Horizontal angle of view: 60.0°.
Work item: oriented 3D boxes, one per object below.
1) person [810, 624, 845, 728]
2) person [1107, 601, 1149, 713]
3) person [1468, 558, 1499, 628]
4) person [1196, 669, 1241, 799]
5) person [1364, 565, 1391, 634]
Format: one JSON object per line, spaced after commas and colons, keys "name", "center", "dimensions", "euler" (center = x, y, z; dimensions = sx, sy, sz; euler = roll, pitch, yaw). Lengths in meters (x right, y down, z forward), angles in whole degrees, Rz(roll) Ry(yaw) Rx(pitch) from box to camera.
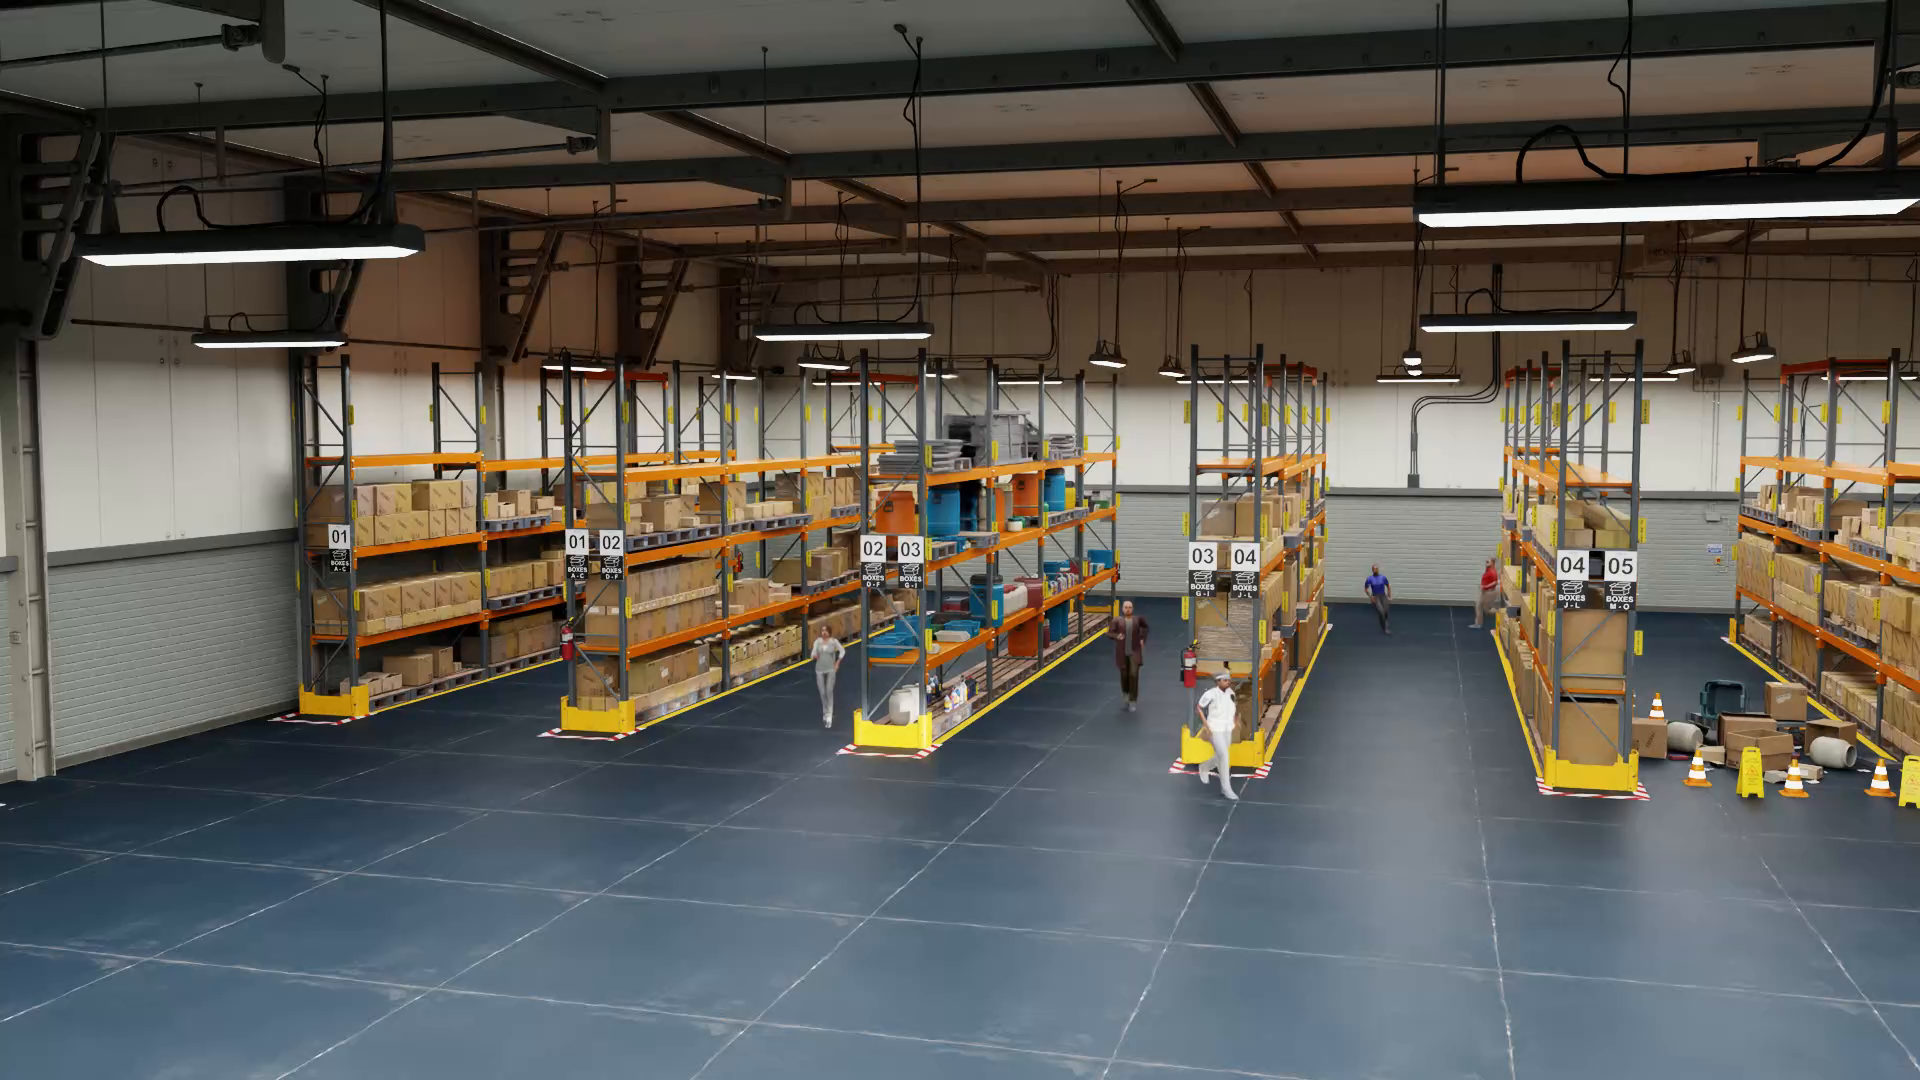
{"name": "person", "center": [-2.136, 2.155, 26.591], "dimensions": [0.514, 1.639, 0.666], "euler": [1, 4, 9]}
{"name": "person", "center": [2.842, 1.940, 28.157], "dimensions": [0.697, 1.831, 0.966], "euler": [0, 4, 6]}
{"name": "person", "center": [12.351, 1.252, 38.746], "dimensions": [0.877, 1.689, 0.708], "euler": [0, 4, 5]}
{"name": "person", "center": [3.414, 2.528, 22.029], "dimensions": [0.558, 1.691, 0.837], "euler": [-3, 5, -33]}
{"name": "person", "center": [9.593, 1.353, 38.169], "dimensions": [0.613, 1.576, 0.526], "euler": [0, 4, 2]}
